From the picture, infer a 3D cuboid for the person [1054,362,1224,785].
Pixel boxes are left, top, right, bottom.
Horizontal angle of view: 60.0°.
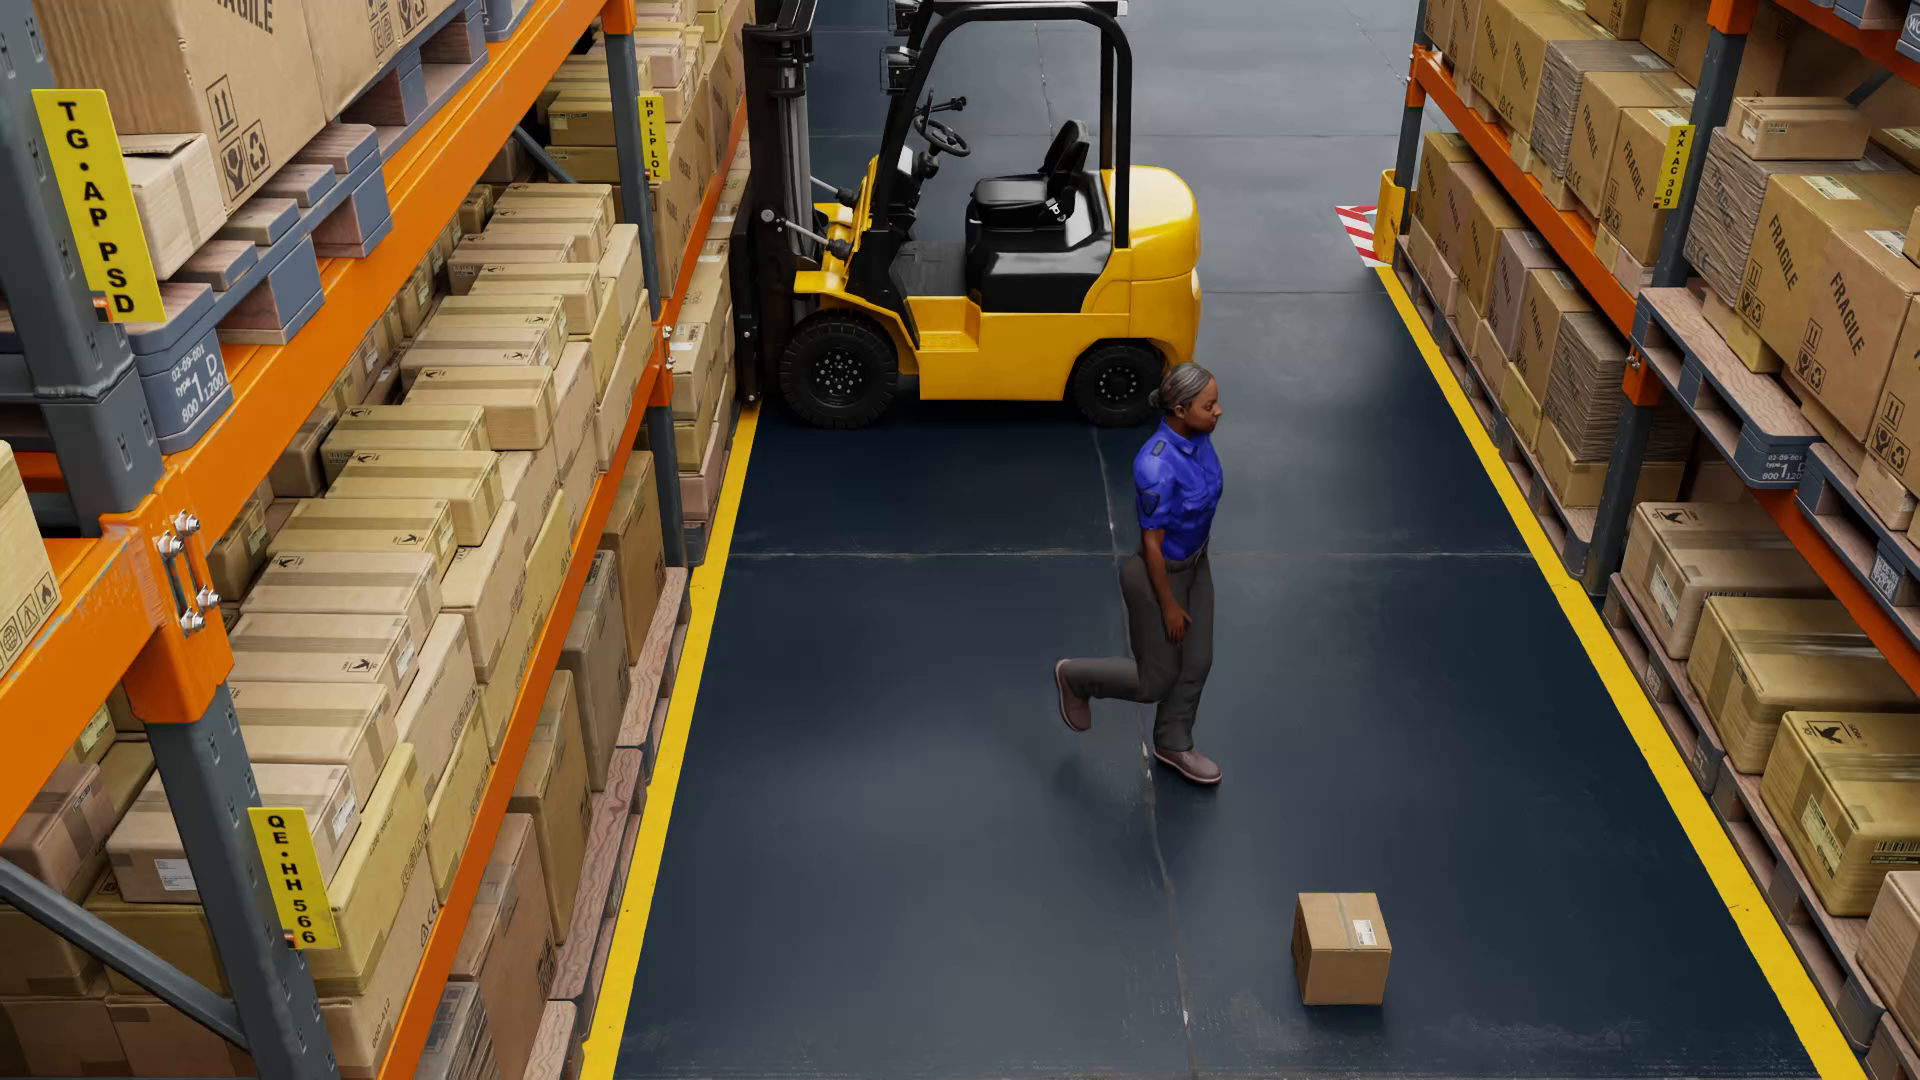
[{"bbox_3d":[0.689,0.110,5.930,0.682,1.642,0.458,18,36,27],"label":"person"}]
